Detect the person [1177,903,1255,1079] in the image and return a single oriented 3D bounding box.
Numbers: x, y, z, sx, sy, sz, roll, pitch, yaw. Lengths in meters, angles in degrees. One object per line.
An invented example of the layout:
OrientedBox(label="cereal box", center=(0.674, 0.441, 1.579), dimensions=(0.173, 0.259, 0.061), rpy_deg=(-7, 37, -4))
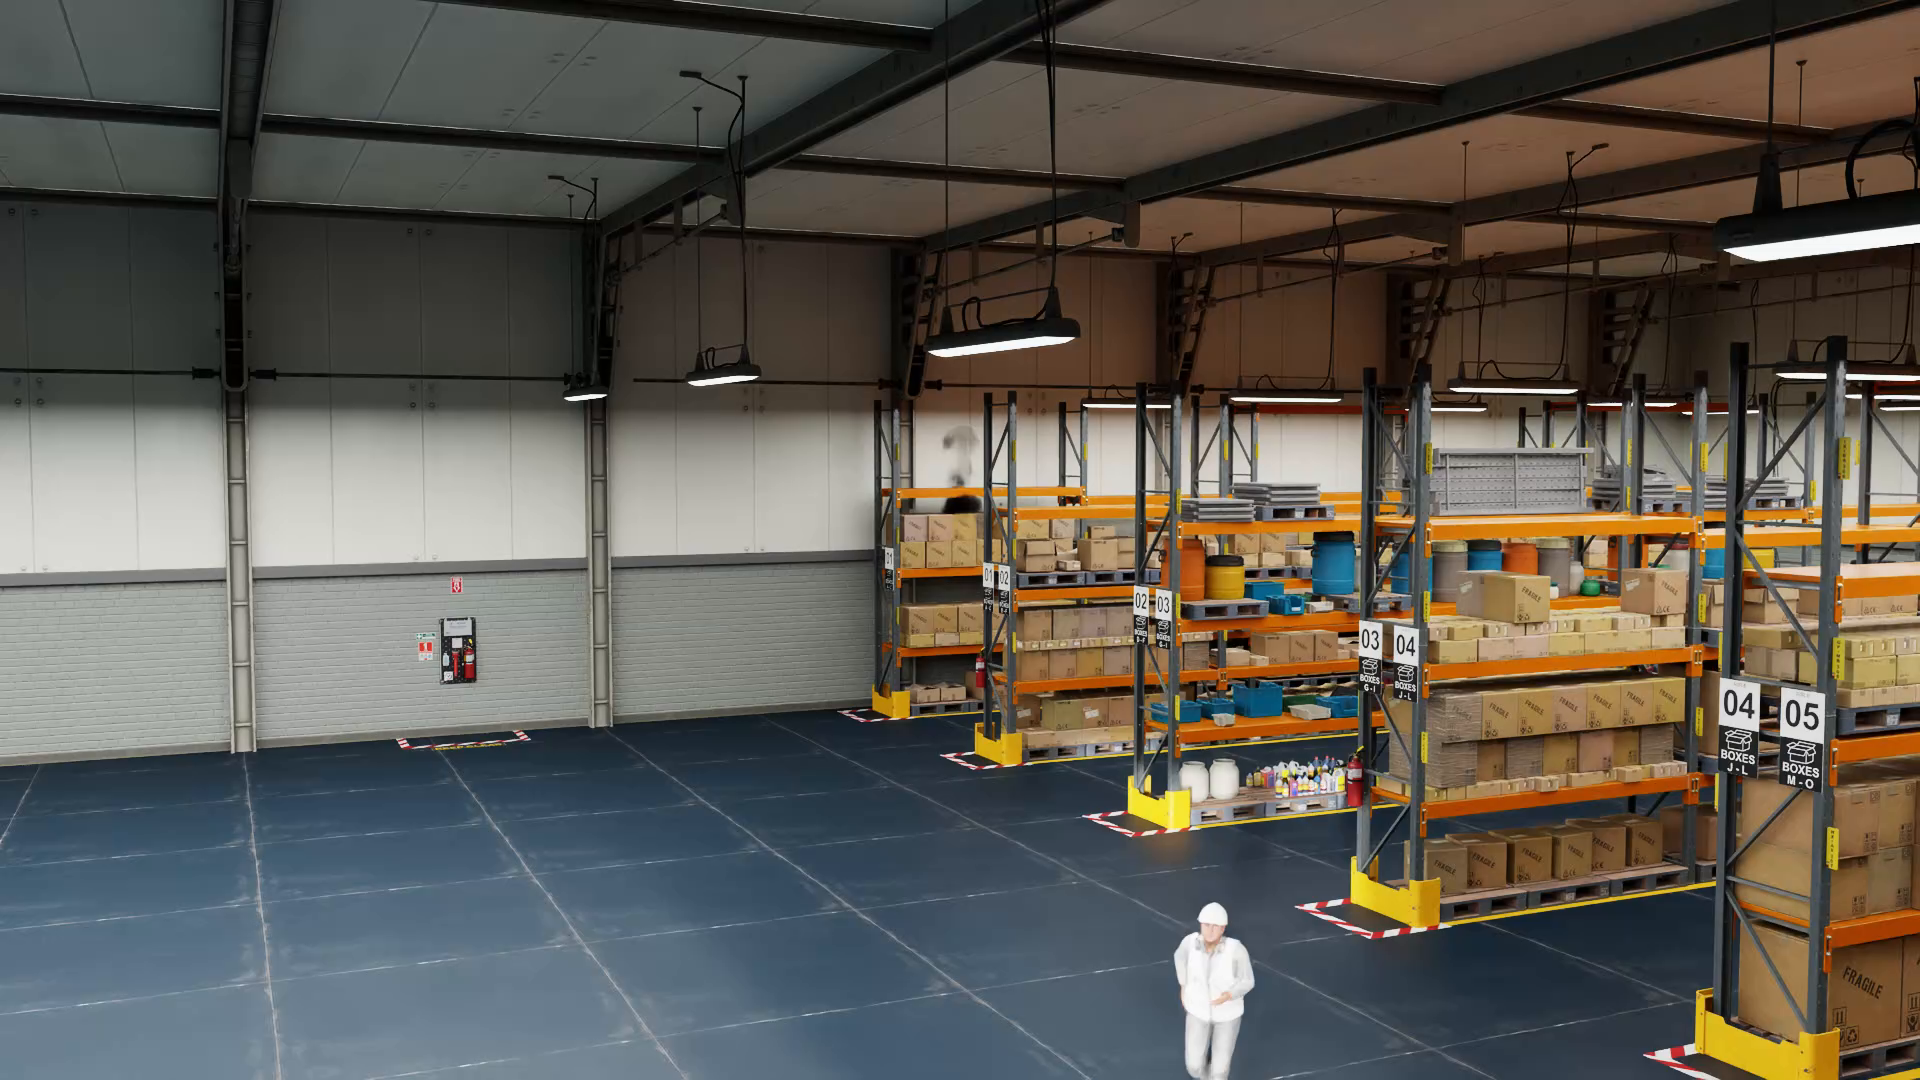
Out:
OrientedBox(label="person", center=(1.905, 3.567, 12.457), dimensions=(0.617, 1.770, 0.801), rpy_deg=(1, 3, 14))
